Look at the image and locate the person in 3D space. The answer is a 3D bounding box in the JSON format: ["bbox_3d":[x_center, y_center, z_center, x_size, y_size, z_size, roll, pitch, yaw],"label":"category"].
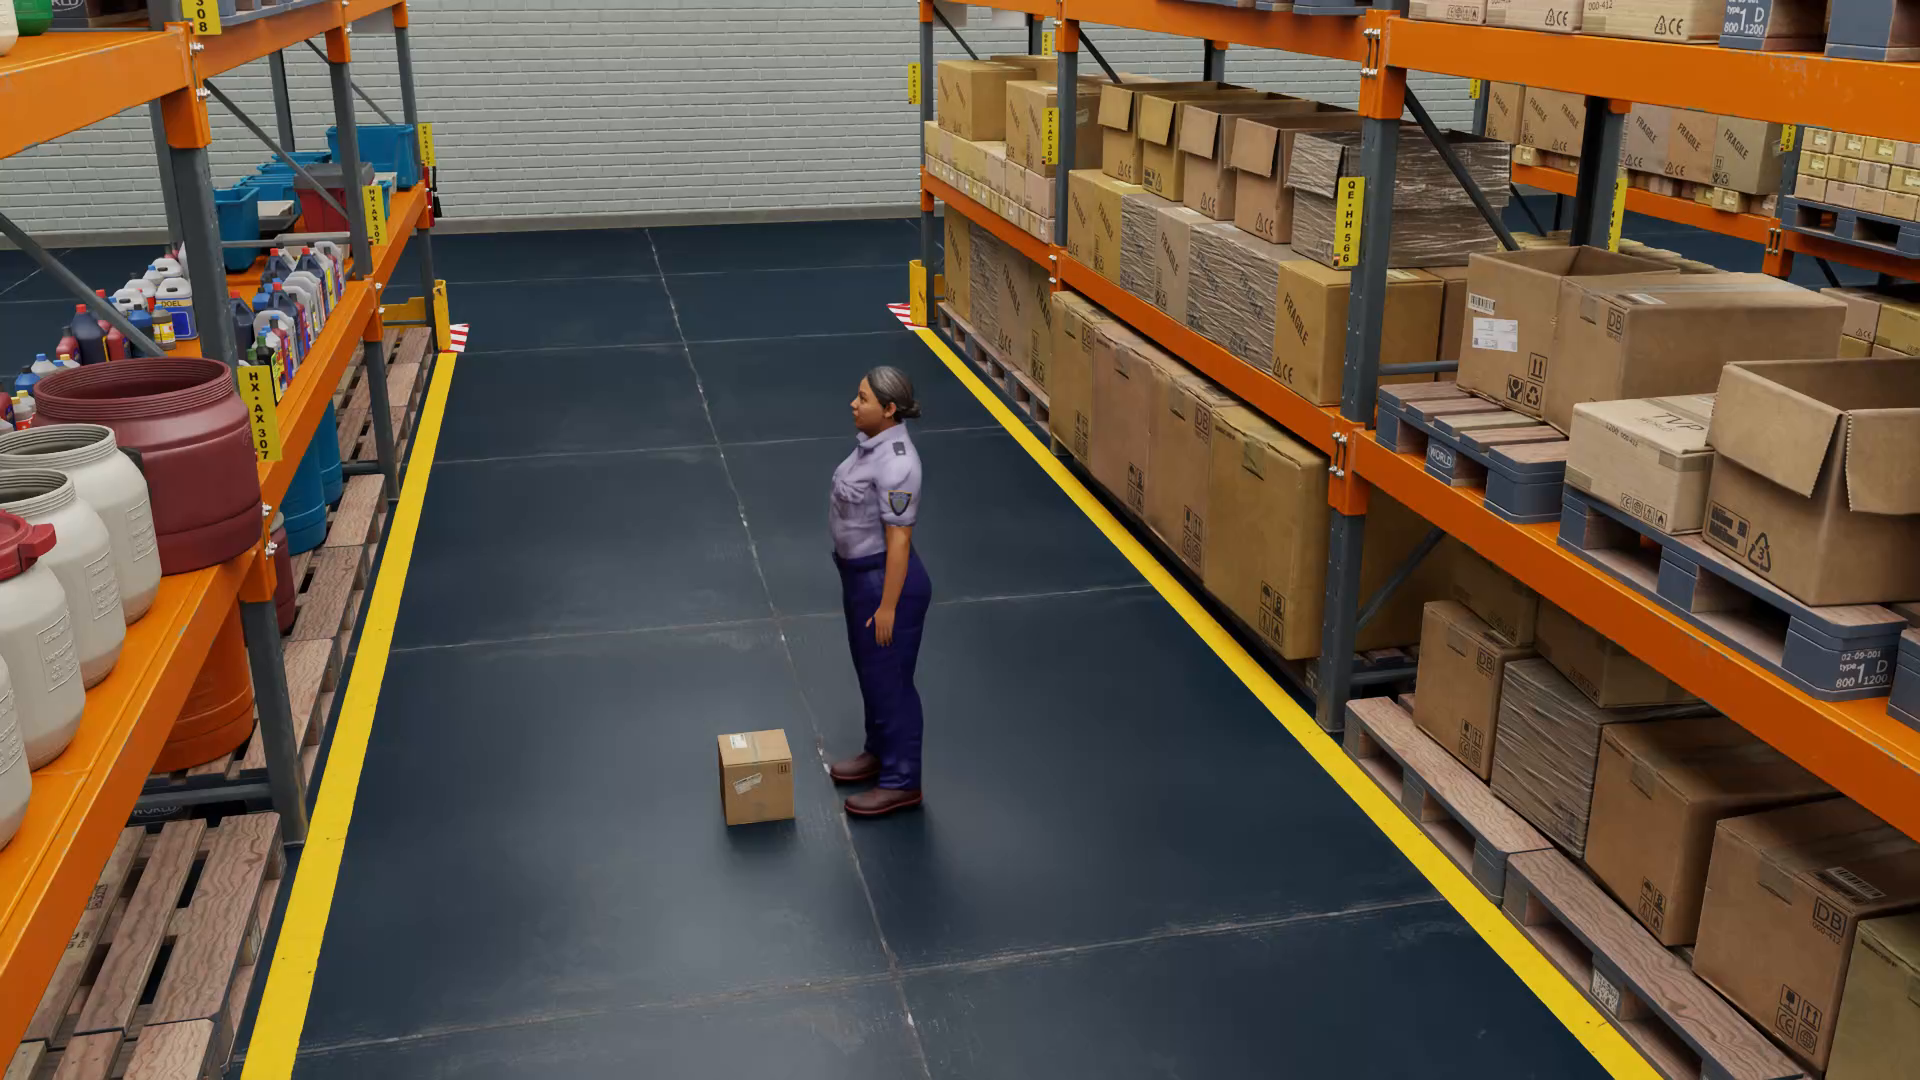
[{"bbox_3d":[-0.297,0.268,6.084,0.359,1.450,0.470,-4,20,-12],"label":"person"}]
